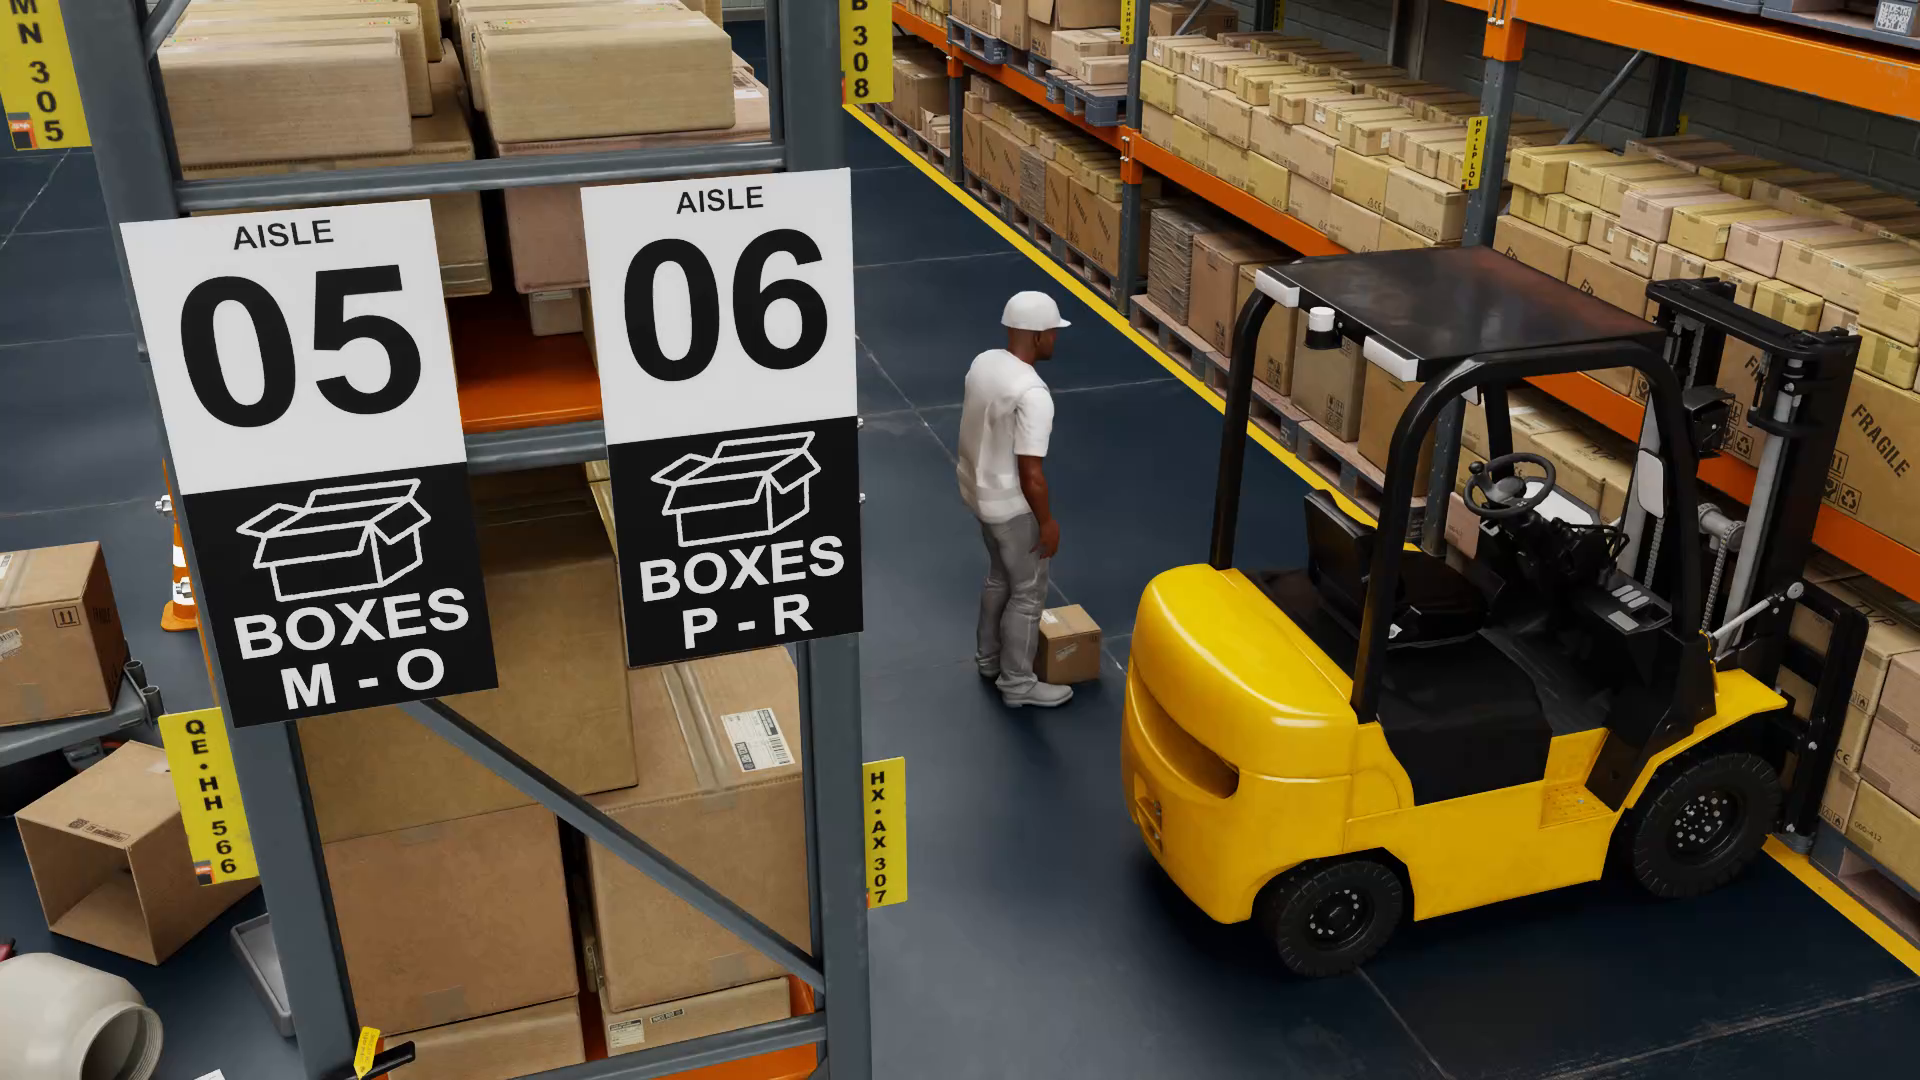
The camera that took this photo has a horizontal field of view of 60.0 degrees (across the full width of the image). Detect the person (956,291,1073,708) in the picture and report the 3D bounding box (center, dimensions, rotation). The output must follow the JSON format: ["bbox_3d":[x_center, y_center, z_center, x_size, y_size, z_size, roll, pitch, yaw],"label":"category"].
[{"bbox_3d":[0.236,-0.177,6.954,0.461,1.759,0.632,-10,28,-19],"label":"person"}]
